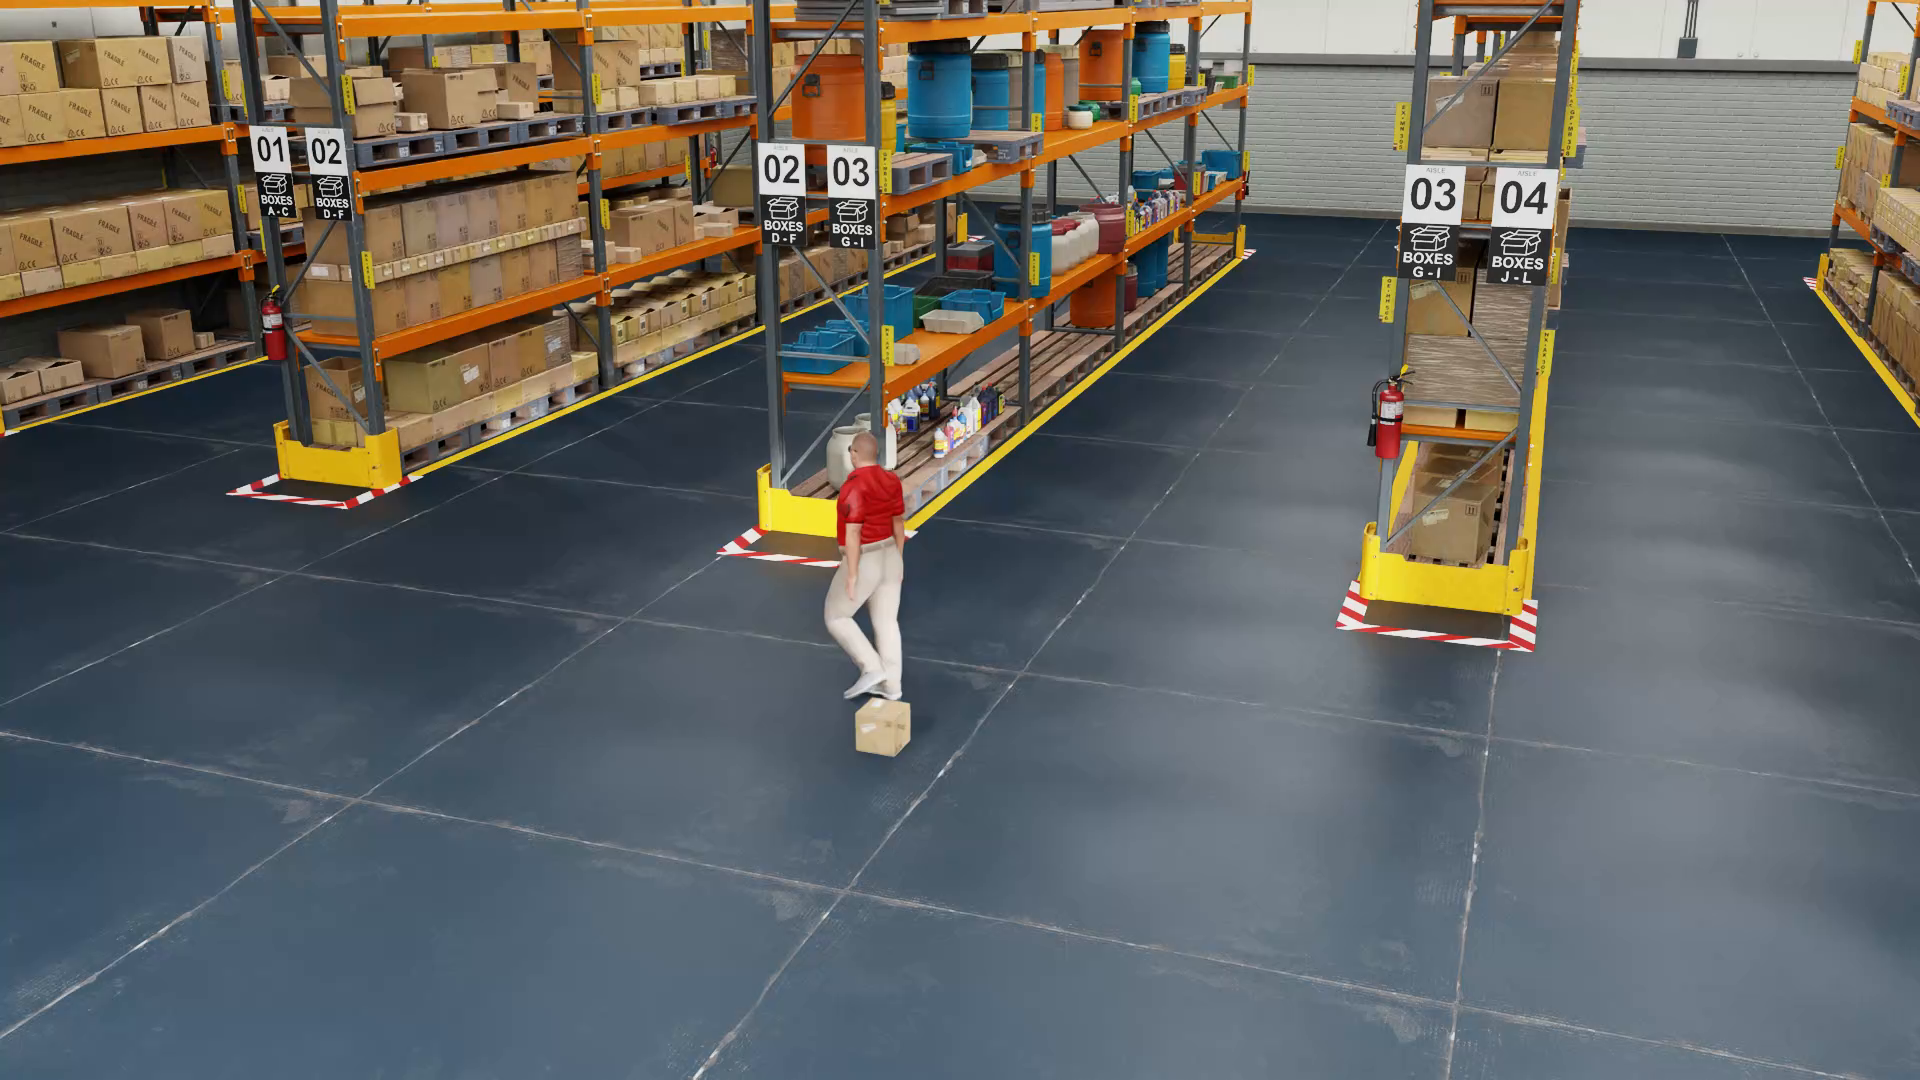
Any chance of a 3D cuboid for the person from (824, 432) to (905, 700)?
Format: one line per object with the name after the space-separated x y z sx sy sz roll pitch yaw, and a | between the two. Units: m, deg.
-0.564 0.173 10.525 0.484 1.714 0.596 17 25 40 | person
